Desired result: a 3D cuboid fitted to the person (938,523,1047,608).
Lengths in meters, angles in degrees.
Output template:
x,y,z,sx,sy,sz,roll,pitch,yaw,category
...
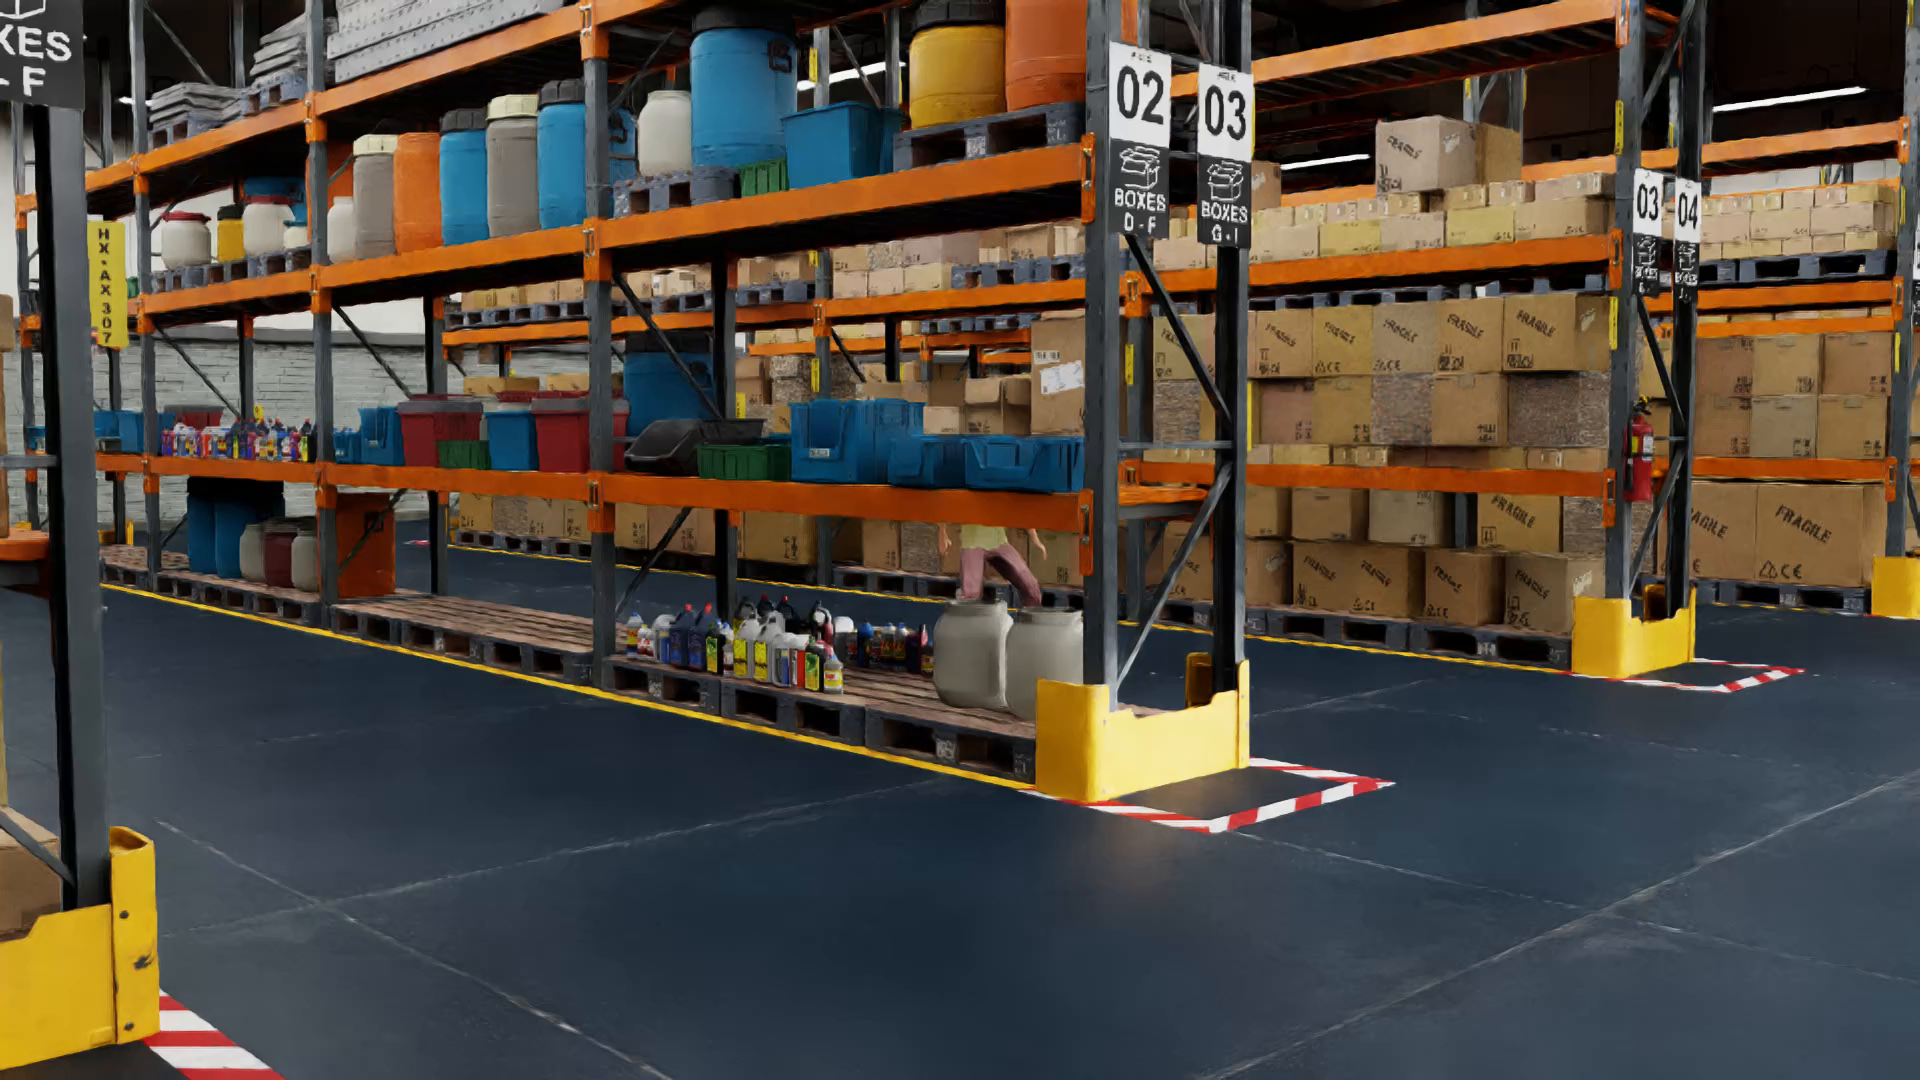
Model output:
x,y,z,sx,sy,sz,roll,pitch,yaw,category
0.257,0.040,11.559,0.773,1.526,0.500,-1,4,-20,person
